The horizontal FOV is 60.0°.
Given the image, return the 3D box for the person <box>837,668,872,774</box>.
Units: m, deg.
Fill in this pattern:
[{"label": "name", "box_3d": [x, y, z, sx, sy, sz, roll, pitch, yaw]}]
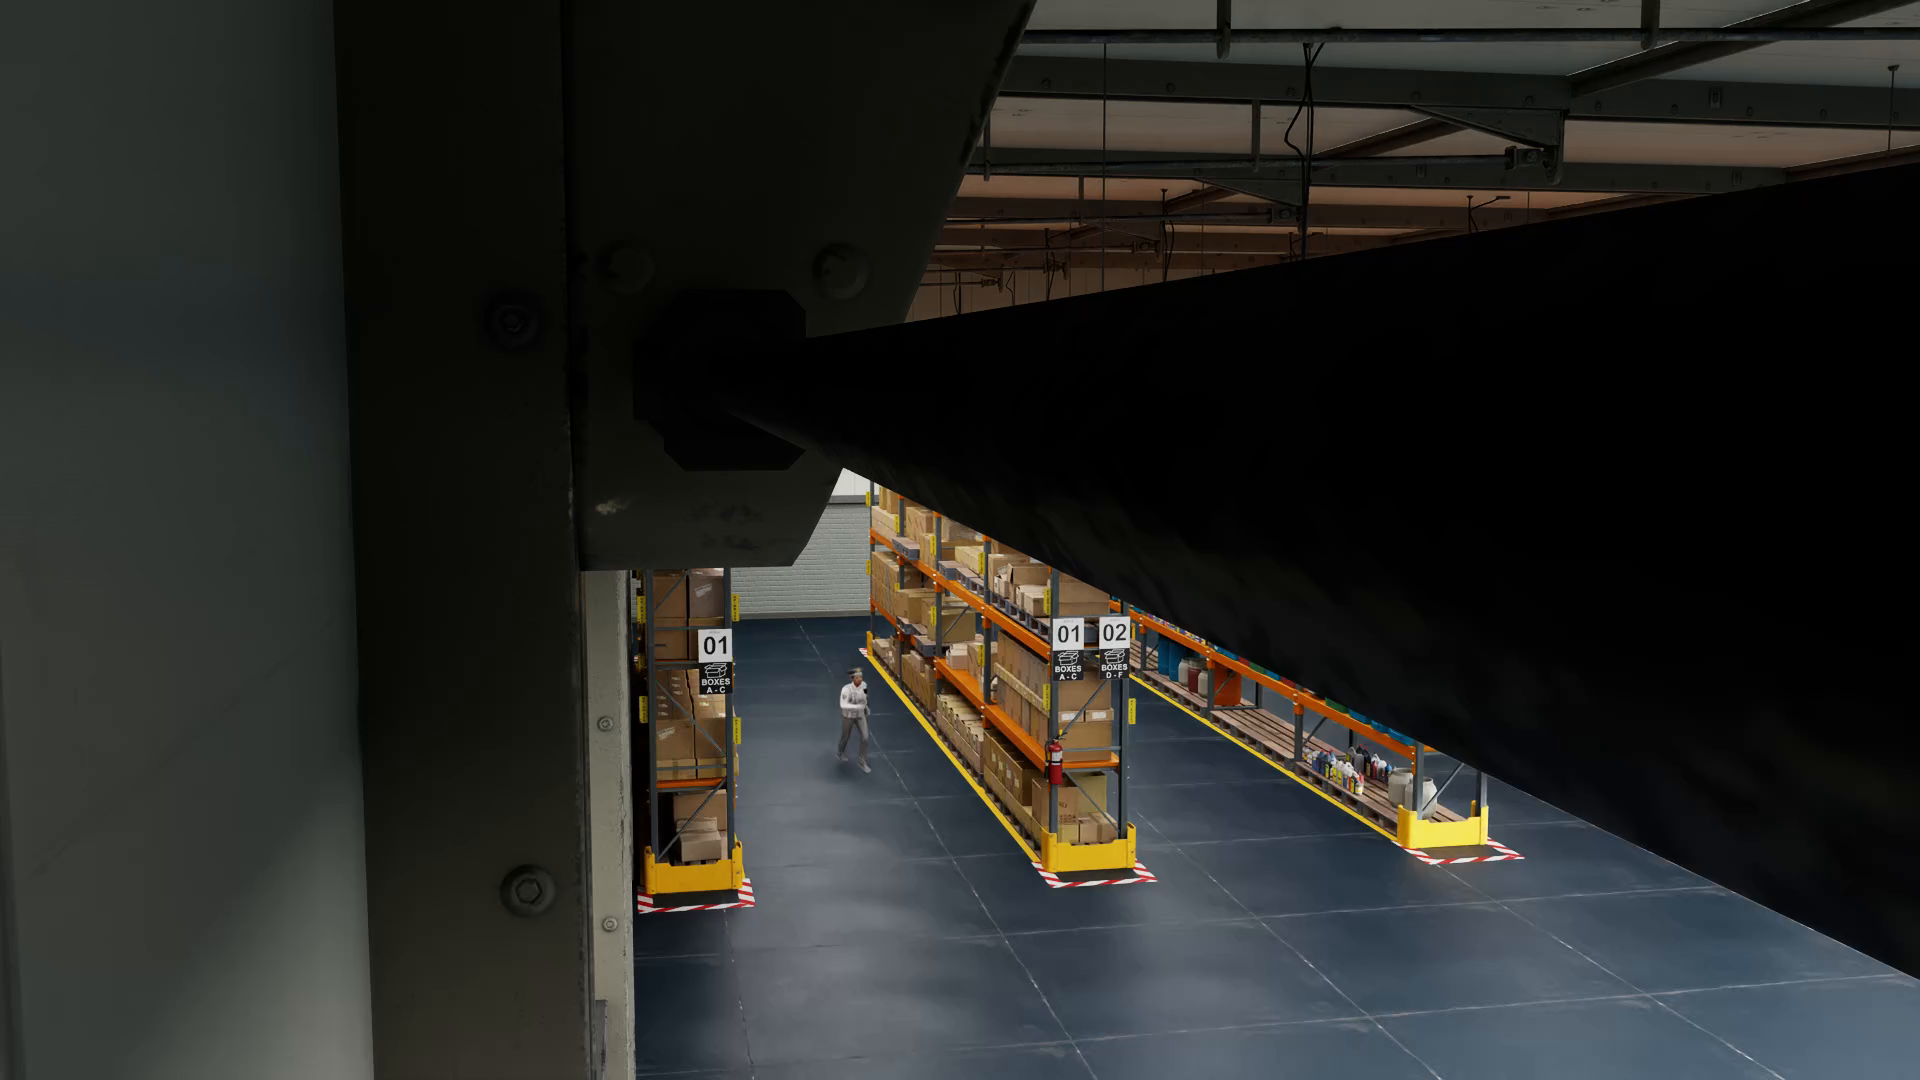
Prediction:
[{"label": "person", "box_3d": [-1.671, 2.789, 26.118, 0.600, 1.664, 0.941, -3, 7, -28]}]
